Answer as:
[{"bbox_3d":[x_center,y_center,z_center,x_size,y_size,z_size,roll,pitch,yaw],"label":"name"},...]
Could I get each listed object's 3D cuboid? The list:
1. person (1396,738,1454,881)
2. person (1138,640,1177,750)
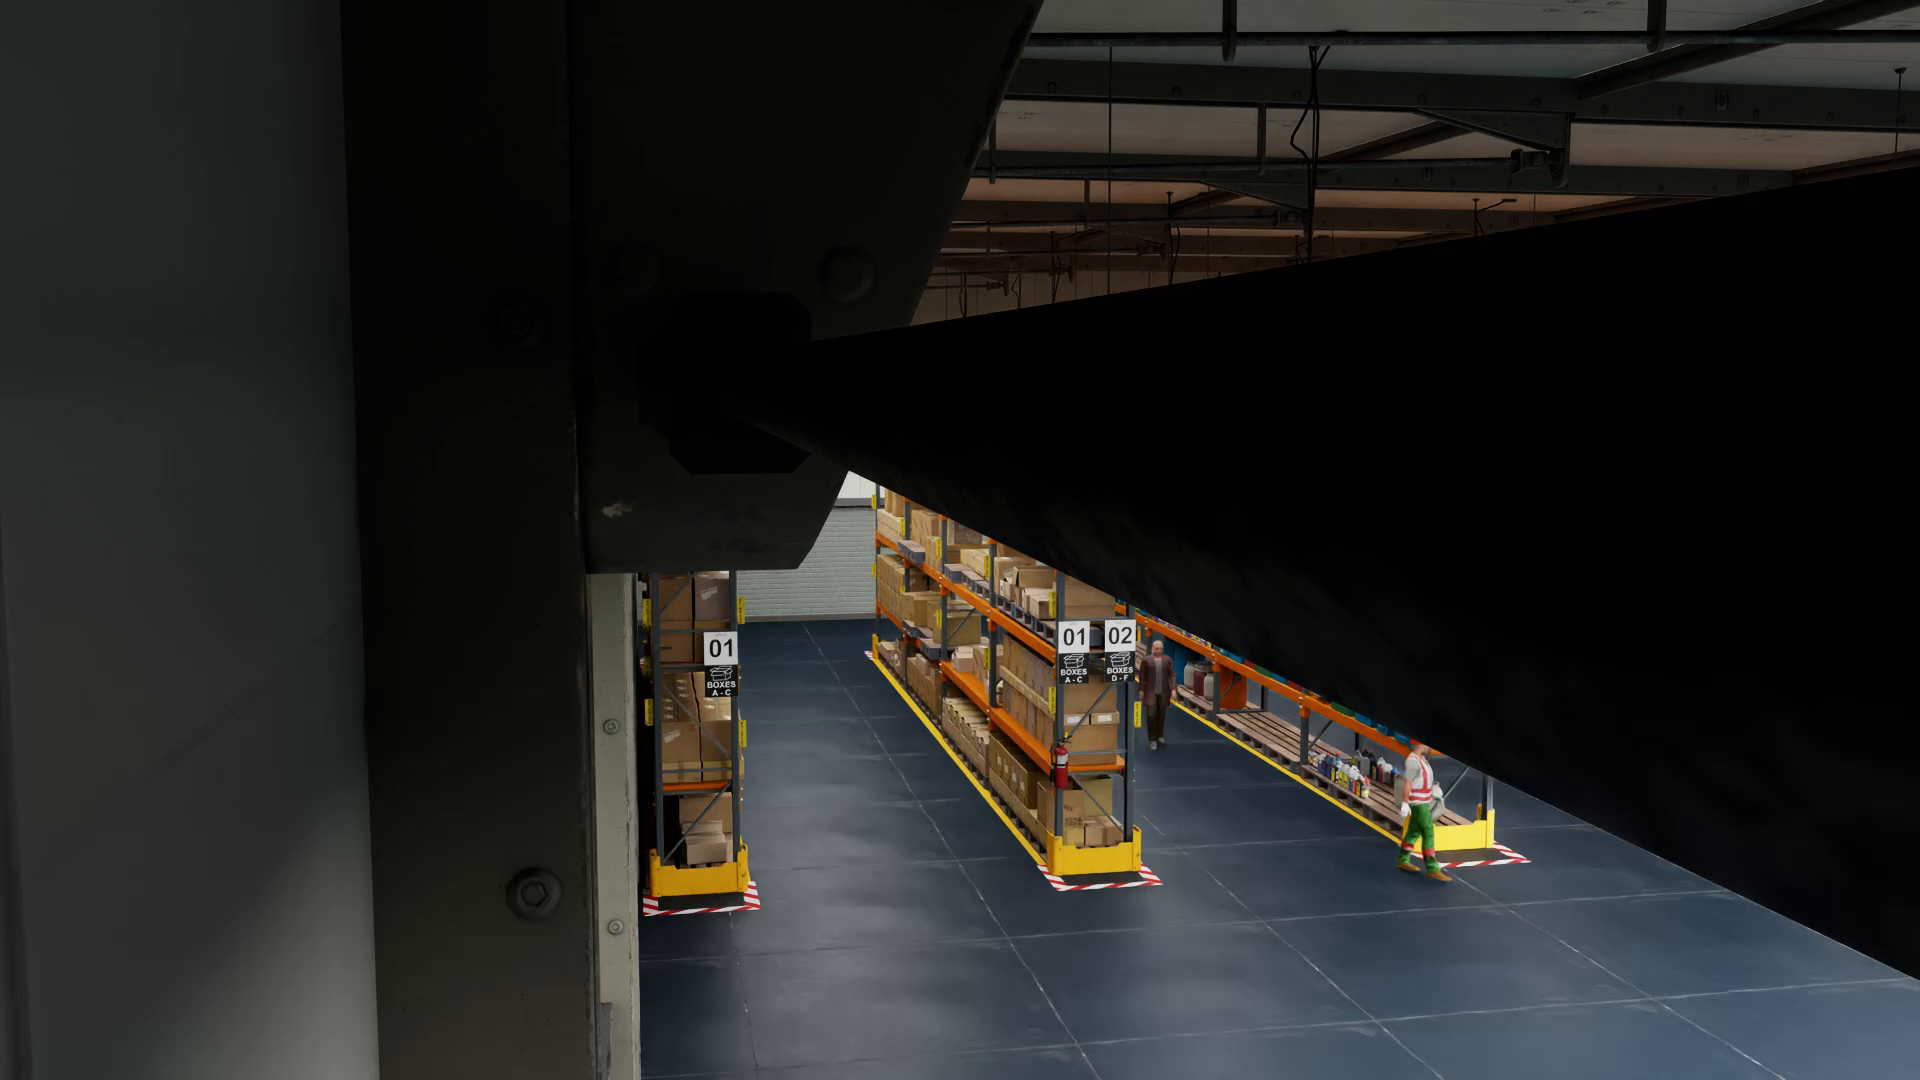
[{"bbox_3d":[5.833,3.311,20.781,0.756,1.763,0.685,2,6,22],"label":"person"},{"bbox_3d":[3.325,2.600,27.949,0.636,1.836,0.626,0,6,0],"label":"person"}]
